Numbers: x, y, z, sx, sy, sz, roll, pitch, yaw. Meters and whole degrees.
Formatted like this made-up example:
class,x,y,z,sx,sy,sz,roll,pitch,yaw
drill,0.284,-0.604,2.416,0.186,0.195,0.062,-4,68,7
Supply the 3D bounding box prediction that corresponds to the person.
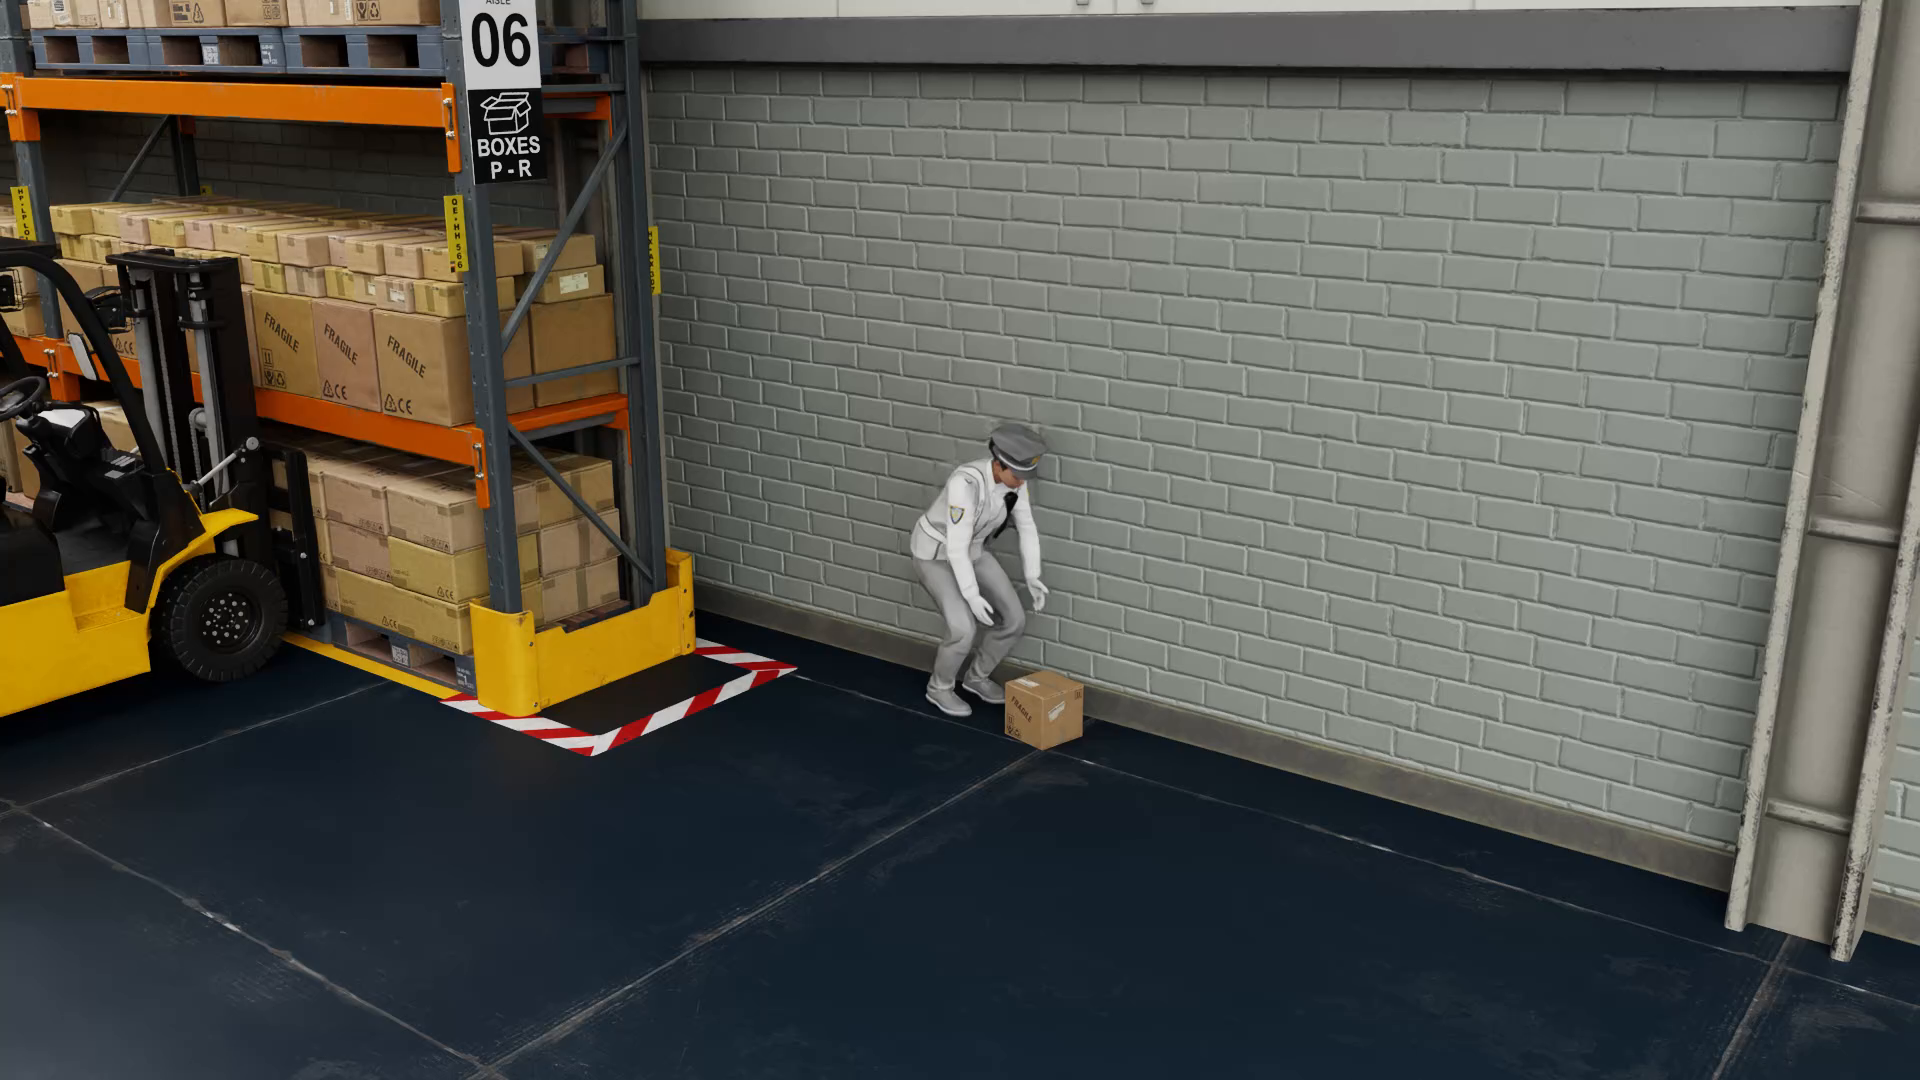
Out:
class,x,y,z,sx,sy,sz,roll,pitch,yaw
person,0.106,0.120,7.658,0.535,1.375,0.709,-14,21,-38
